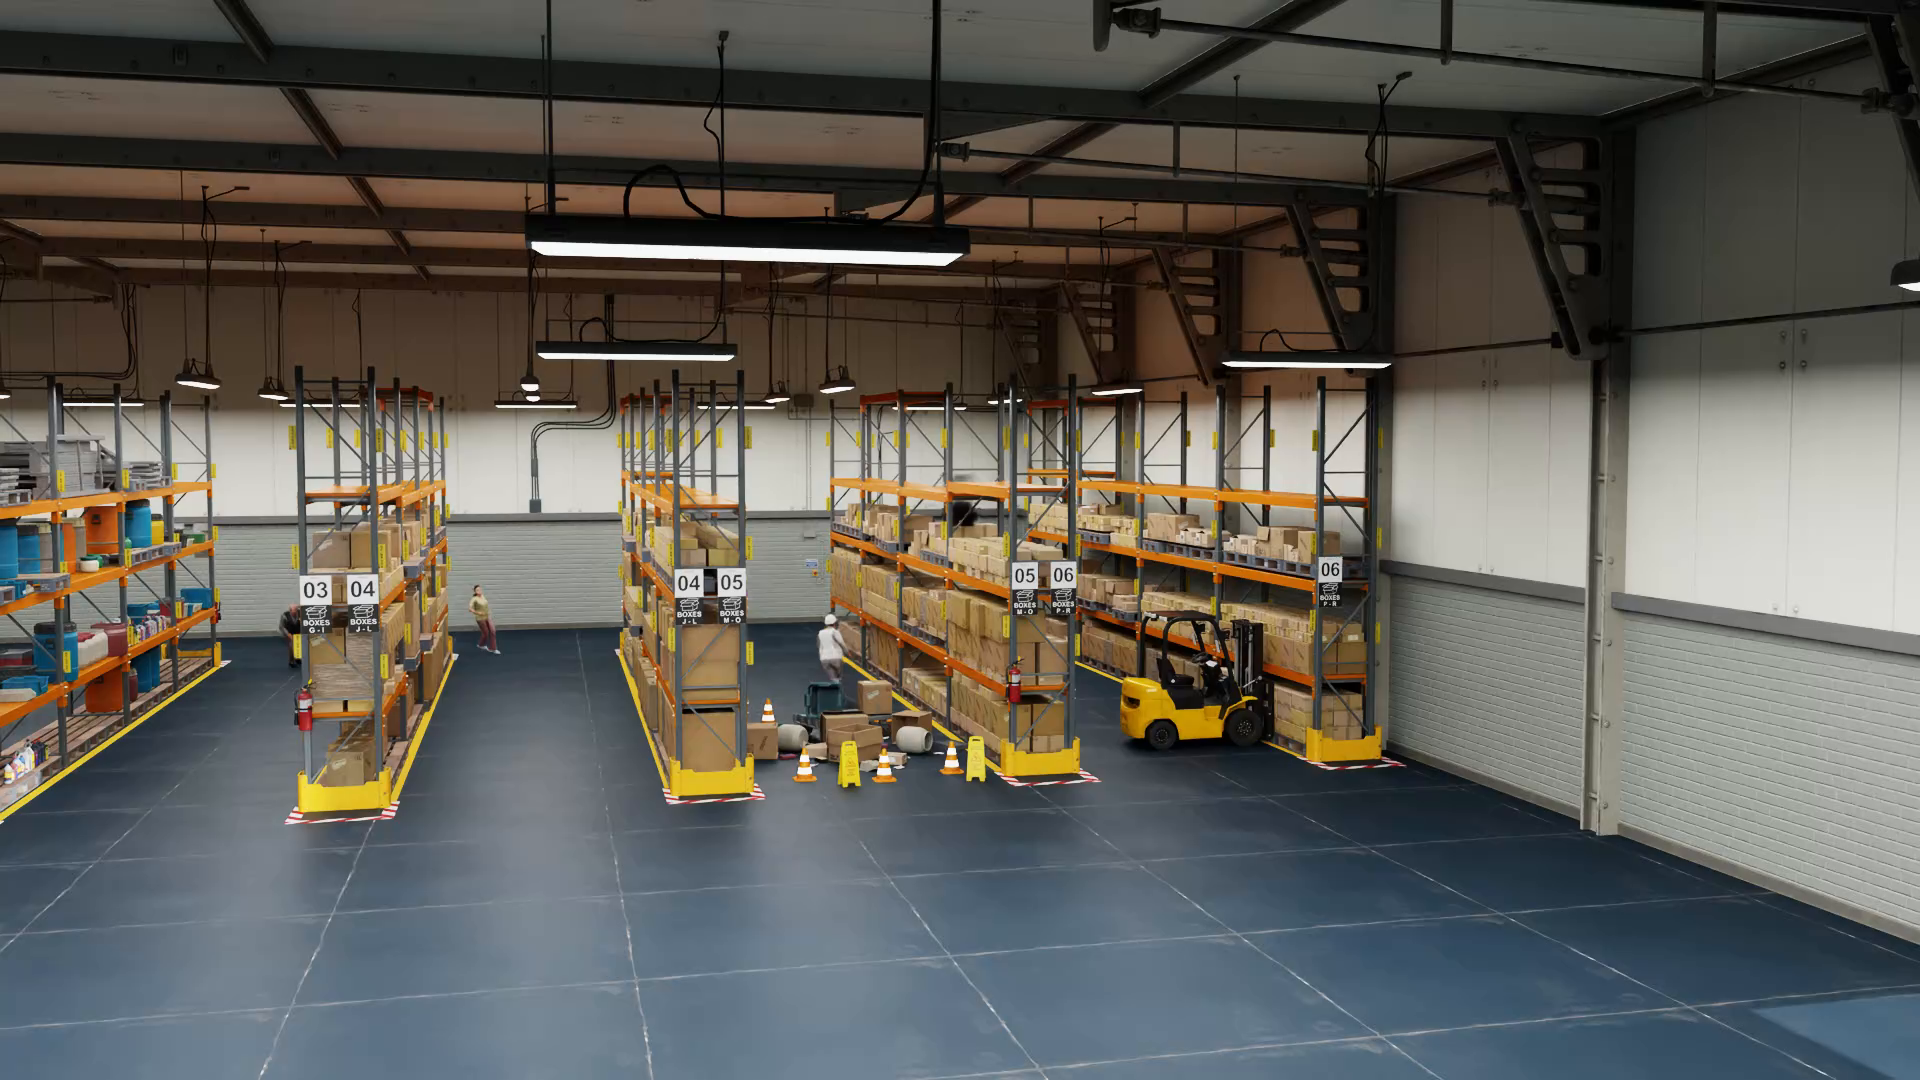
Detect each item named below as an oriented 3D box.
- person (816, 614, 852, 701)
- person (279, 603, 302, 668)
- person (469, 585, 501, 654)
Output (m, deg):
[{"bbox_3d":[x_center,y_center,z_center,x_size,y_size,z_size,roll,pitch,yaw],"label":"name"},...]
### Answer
[{"bbox_3d":[-2.423,2.287,31.655,0.765,1.717,0.666,1,4,14],"label":"person"},{"bbox_3d":[-14.640,2.088,36.558,0.869,1.467,0.737,3,5,43],"label":"person"},{"bbox_3d":[-11.216,1.870,39.037,0.734,1.641,0.661,2,4,32],"label":"person"}]
